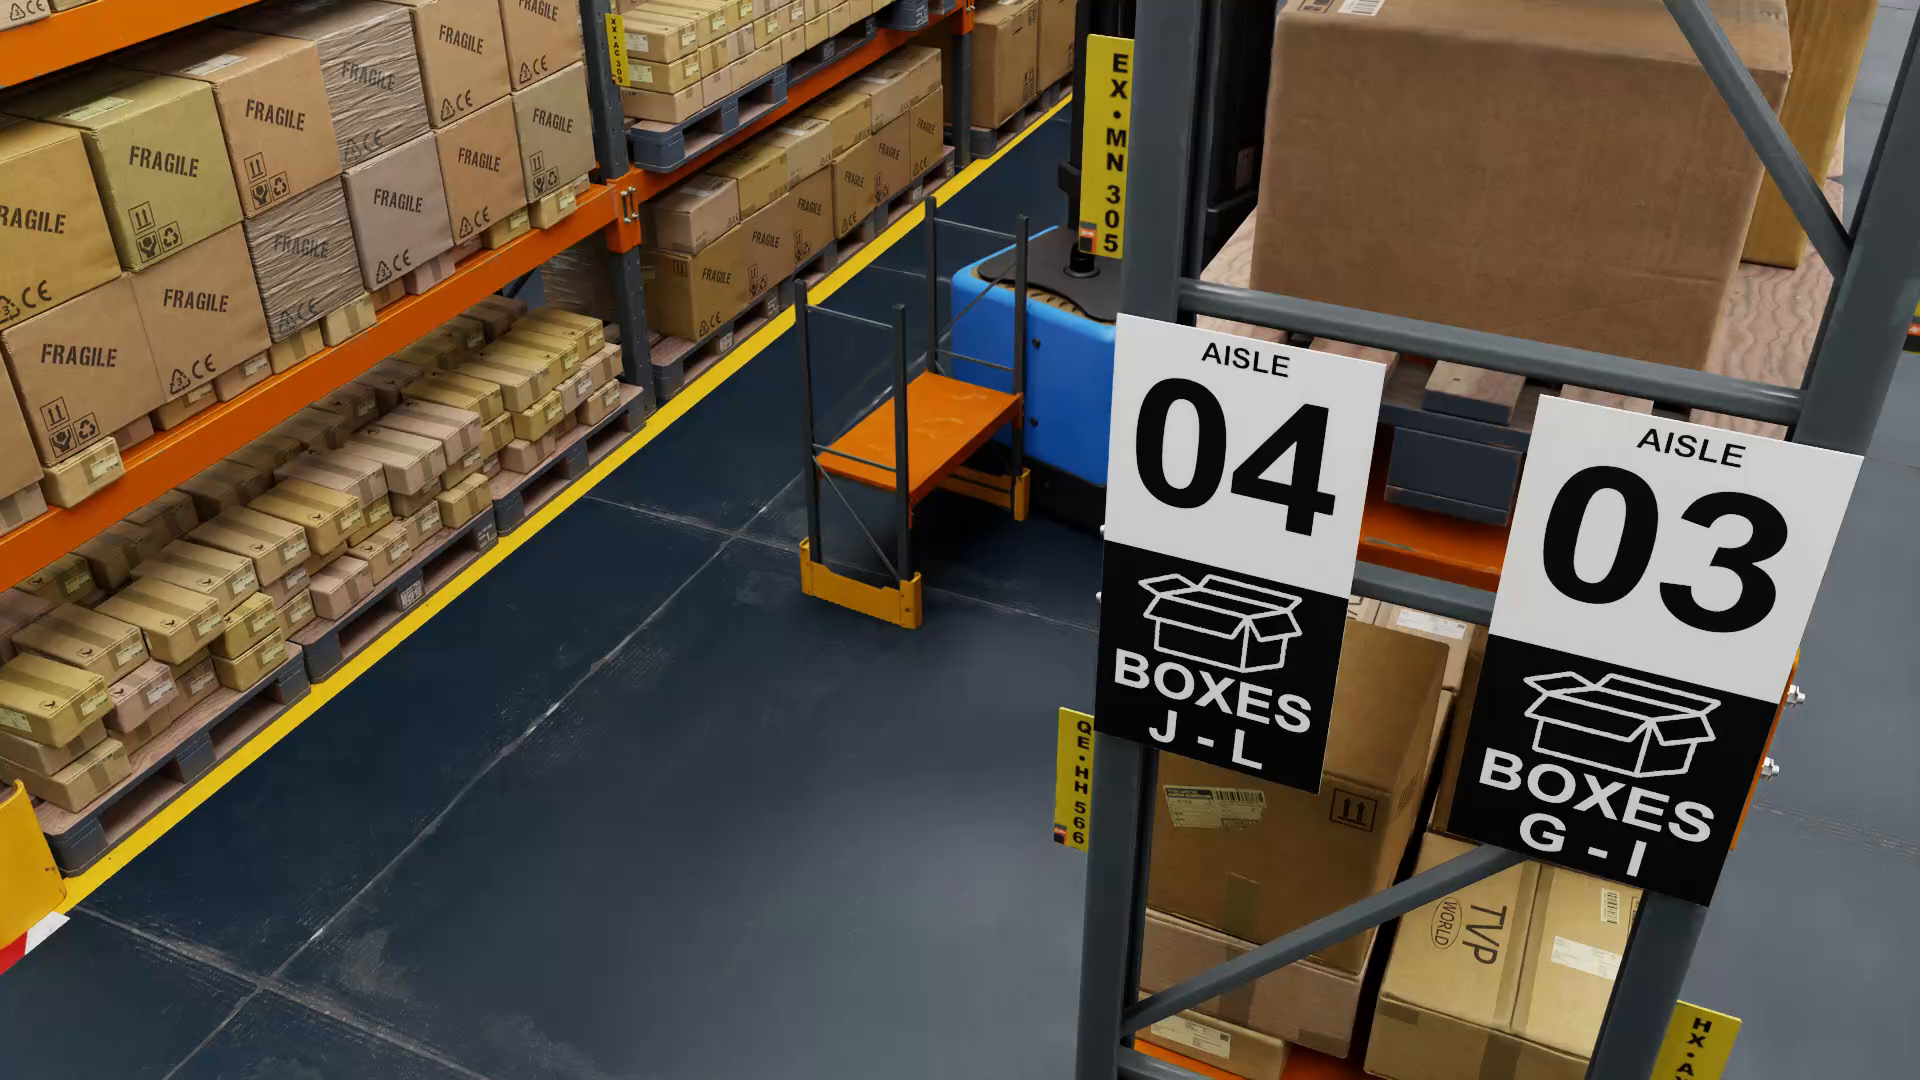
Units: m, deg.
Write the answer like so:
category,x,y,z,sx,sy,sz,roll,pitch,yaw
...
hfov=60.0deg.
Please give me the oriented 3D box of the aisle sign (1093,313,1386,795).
category,x,y,z,sx,sy,sz,roll,pitch,yaw
aisle sign,0.409,0.043,2.578,0.394,0.787,0.004,14,36,20

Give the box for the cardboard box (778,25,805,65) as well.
category,x,y,z,sx,sy,sz,roll,pitch,yaw
cardboard box,-1.064,-2.693,8.968,0.380,0.149,0.250,13,35,18

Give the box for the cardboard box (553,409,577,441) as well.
category,x,y,z,sx,sy,sz,roll,pitch,yaw
cardboard box,-2.117,-0.617,8.173,0.380,0.149,0.250,15,36,22

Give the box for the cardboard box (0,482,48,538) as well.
category,x,y,z,sx,sy,sz,roll,pitch,yaw
cardboard box,-3.249,-0.143,5.461,0.380,0.149,0.250,15,36,22

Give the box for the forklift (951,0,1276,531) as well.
category,x,y,z,sx,sy,sz,roll,pitch,yaw
forklift,1.299,-1.991,8.113,1.130,2.935,3.031,26,41,34

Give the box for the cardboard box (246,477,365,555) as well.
category,x,y,z,sx,sy,sz,roll,pitch,yaw
cardboard box,-2.691,-0.100,6.842,0.380,0.149,0.250,15,36,21

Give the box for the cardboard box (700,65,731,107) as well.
category,x,y,z,sx,sy,sz,roll,pitch,yaw
cardboard box,-1.384,-2.318,8.396,0.380,0.149,0.250,15,36,21

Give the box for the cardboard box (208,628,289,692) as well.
category,x,y,z,sx,sy,sz,roll,pitch,yaw
cardboard box,-2.902,0.427,6.580,0.380,0.149,0.250,15,36,21

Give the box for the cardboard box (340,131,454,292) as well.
category,x,y,z,sx,sy,sz,roll,pitch,yaw
cardboard box,-2.451,-1.372,6.745,0.500,0.500,0.500,14,36,20

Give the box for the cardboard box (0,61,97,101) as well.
category,x,y,z,sx,sy,sz,roll,pitch,yaw
cardboard box,-3.364,-1.408,5.887,0.500,0.500,0.500,16,37,23

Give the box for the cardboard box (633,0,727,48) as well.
category,x,y,z,sx,sy,sz,roll,pitch,yaw
cardboard box,-1.384,-2.568,8.234,0.380,0.149,0.250,15,36,22

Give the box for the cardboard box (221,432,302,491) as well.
category,x,y,z,sx,sy,sz,roll,pitch,yaw
cardboard box,-3.087,-0.353,7.227,0.380,0.149,0.250,14,36,21

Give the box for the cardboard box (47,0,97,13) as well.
category,x,y,z,sx,sy,sz,roll,pitch,yaw
cardboard box,-2.903,-1.903,5.317,0.500,0.250,0.500,13,35,19

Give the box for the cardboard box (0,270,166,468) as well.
category,x,y,z,sx,sy,sz,roll,pitch,yaw
cardboard box,-3.112,-0.624,5.604,0.500,0.500,0.500,14,36,21

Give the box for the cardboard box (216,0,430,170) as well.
category,x,y,z,sx,sy,sz,roll,pitch,yaw
cardboard box,-2.467,-1.795,6.478,0.500,0.500,0.500,15,36,22

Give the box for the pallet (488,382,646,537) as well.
category,x,y,z,sx,sy,sz,roll,pitch,yaw
pallet,-2.327,-0.509,8.333,1.003,0.211,1.213,14,36,20

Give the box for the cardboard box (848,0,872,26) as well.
category,x,y,z,sx,sy,sz,roll,pitch,yaw
cardboard box,-0.735,-3.091,9.575,0.380,0.149,0.250,15,36,22

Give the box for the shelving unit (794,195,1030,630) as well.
category,x,y,z,sx,sy,sz,roll,pitch,yaw
shelving unit,-0.187,-0.572,7.255,0.587,1.500,1.083,17,37,24

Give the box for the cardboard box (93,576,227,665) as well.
category,x,y,z,sx,sy,sz,roll,pitch,yaw
cardboard box,-2.996,0.299,6.234,0.380,0.149,0.250,14,36,20

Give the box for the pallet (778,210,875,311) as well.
category,x,y,z,sx,sy,sz,roll,pitch,yaw
pallet,-1.244,-1.849,10.378,1.003,0.211,1.213,14,36,20

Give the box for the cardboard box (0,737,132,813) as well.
category,x,y,z,sx,sy,sz,roll,pitch,yaw
cardboard box,-3.241,0.804,6.006,0.380,0.149,0.250,15,36,21

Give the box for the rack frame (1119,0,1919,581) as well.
category,x,y,z,sx,sy,sz,roll,pitch,yaw
rack frame,0.711,-1.346,1.596,1.000,3.000,0.127,14,36,20

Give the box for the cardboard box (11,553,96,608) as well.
category,x,y,z,sx,sy,sz,roll,pitch,yaw
cardboard box,-3.610,0.151,6.459,0.380,0.149,0.250,13,36,19

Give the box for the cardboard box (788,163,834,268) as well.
category,x,y,z,sx,sy,sz,roll,pitch,yaw
cardboard box,-1.101,-1.983,9.935,0.500,0.500,0.500,15,36,21

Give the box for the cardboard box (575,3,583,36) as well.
category,x,y,z,sx,sy,sz,roll,pitch,yaw
cardboard box,-2.087,-2.581,8.255,0.380,0.149,0.250,16,36,23

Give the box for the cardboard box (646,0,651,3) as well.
category,x,y,z,sx,sy,sz,roll,pitch,yaw
cardboard box,-1.756,-2.975,8.854,0.380,0.149,0.250,14,36,20

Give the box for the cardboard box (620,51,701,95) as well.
category,x,y,z,sx,sy,sz,roll,pitch,yaw
cardboard box,-1.495,-2.303,8.102,0.380,0.149,0.250,15,36,21

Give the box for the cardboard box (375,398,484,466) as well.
category,x,y,z,sx,sy,sz,roll,pitch,yaw
cardboard box,-2.368,-0.483,7.426,0.380,0.149,0.250,12,35,18

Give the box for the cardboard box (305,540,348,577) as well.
category,x,y,z,sx,sy,sz,roll,pitch,yaw
cardboard box,-2.804,-0.002,6.963,0.380,0.149,0.250,16,37,23

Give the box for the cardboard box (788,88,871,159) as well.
category,x,y,z,sx,sy,sz,roll,pitch,yaw
cardboard box,-0.881,-2.549,10.115,0.500,0.250,0.500,15,36,22

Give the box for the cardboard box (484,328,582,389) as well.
category,x,y,z,sx,sy,sz,roll,pitch,yaw
cardboard box,-2.061,-0.876,8.025,0.380,0.149,0.250,15,36,21

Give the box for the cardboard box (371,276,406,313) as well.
category,x,y,z,sx,sy,sz,roll,pitch,yaw
cardboard box,-2.531,-1.064,6.867,0.380,0.149,0.250,14,36,20

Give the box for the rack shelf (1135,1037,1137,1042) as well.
category,x,y,z,sx,sy,sz,roll,pitch,yaw
rack shelf,1.548,0.468,4.957,1.077,0.370,4.000,14,36,20

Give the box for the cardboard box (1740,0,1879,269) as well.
category,x,y,z,sx,sy,sz,roll,pitch,yaw
cardboard box,1.225,-0.875,3.047,0.700,0.500,0.500,13,35,19

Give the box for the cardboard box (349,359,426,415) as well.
category,x,y,z,sx,sy,sz,roll,pitch,yaw
cardboard box,-2.729,-0.730,7.802,0.380,0.149,0.250,13,36,19

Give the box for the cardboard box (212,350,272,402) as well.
category,x,y,z,sx,sy,sz,roll,pitch,yaw
cardboard box,-2.839,-0.671,6.266,0.380,0.149,0.250,13,36,20

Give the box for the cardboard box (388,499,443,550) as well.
category,x,y,z,sx,sy,sz,roll,pitch,yaw
cardboard box,-2.536,-0.097,7.380,0.380,0.149,0.250,15,36,21

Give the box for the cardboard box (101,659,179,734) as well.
category,x,y,z,sx,sy,sz,roll,pitch,yaw
cardboard box,-3.133,0.541,6.134,0.380,0.149,0.250,14,36,20

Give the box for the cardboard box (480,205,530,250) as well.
category,x,y,z,sx,sy,sz,roll,pitch,yaw
cardboard box,-2.160,-1.444,7.445,0.380,0.149,0.250,16,36,22

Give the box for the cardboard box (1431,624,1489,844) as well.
category,x,y,z,sx,sy,sz,roll,pitch,yaw
cardboard box,1.367,0.362,3.645,0.500,0.500,0.500,13,36,19

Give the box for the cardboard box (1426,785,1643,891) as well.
category,x,y,z,sx,sy,sz,roll,pitch,yaw
cardboard box,1.369,0.664,3.868,0.500,0.250,0.500,14,36,20

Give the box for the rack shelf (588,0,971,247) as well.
category,x,y,z,sx,sy,sz,roll,pitch,yaw
rack shelf,-1.241,-2.713,9.808,1.077,0.370,4.000,14,36,20

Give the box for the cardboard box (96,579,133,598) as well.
category,x,y,z,sx,sy,sz,roll,pitch,yaw
cardboard box,-3.368,0.169,6.702,0.380,0.149,0.250,14,36,20

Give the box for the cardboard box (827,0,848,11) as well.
category,x,y,z,sx,sy,sz,roll,pitch,yaw
cardboard box,-0.843,-3.082,9.290,0.380,0.149,0.250,13,36,20

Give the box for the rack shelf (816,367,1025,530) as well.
category,x,y,z,sx,sy,sz,roll,pitch,yaw
rack shelf,-0.182,-0.426,7.360,0.538,0.185,1.000,17,37,24

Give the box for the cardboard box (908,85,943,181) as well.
category,x,y,z,sx,sy,sz,roll,pitch,yaw
cardboard box,-0.442,-2.752,11.108,0.500,0.500,0.500,14,36,20

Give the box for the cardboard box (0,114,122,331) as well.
category,x,y,z,sx,sy,sz,roll,pitch,yaw
cardboard box,-3.117,-1.025,5.303,0.500,0.500,0.500,15,36,22

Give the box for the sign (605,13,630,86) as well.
category,x,y,z,sx,sy,sz,roll,pitch,yaw
sign,-1.582,-2.259,7.670,0.100,0.325,0.005,14,36,20

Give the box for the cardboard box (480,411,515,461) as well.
category,x,y,z,sx,sy,sz,roll,pitch,yaw
cardboard box,-2.313,-0.518,7.750,0.380,0.149,0.250,15,36,21
